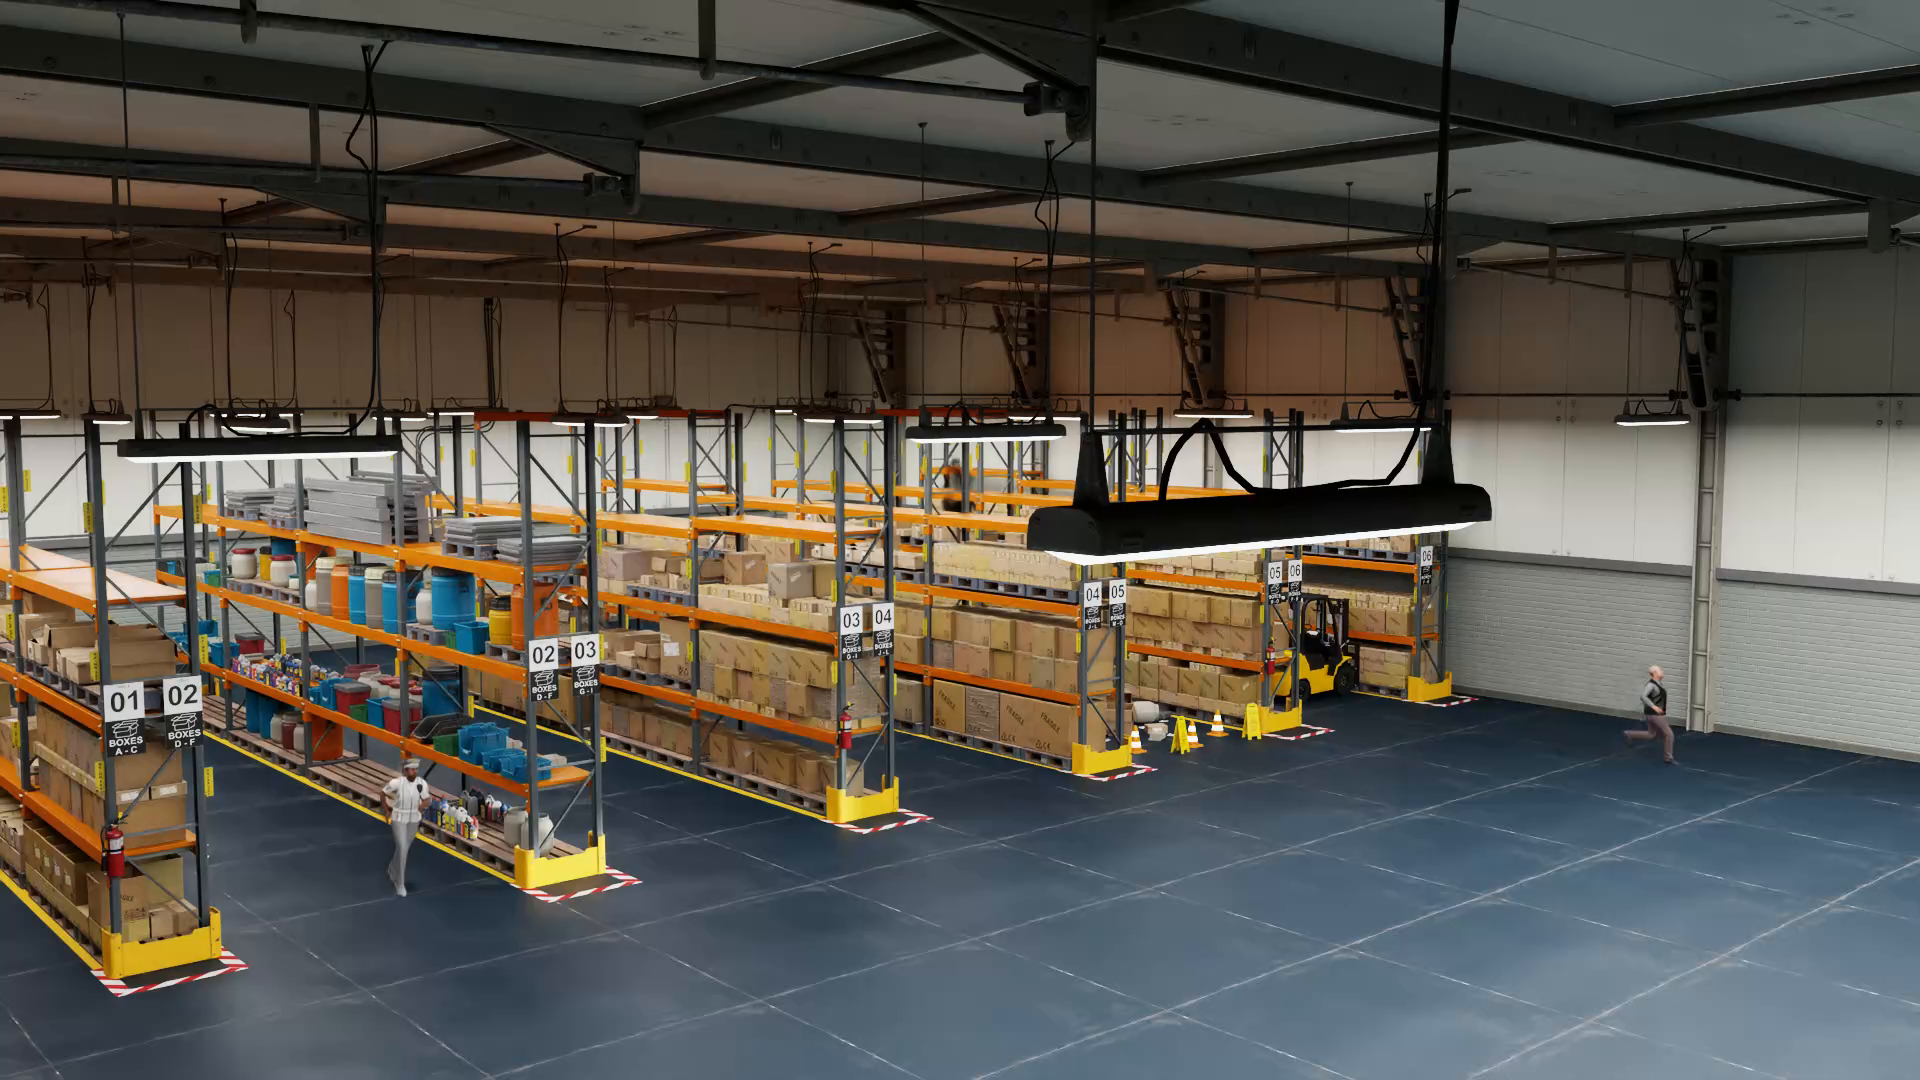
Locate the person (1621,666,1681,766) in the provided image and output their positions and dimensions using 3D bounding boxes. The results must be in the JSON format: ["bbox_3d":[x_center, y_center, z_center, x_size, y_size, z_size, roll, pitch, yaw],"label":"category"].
[{"bbox_3d":[11.901,3.004,28.586,0.974,1.706,0.643,2,5,24],"label":"person"}]

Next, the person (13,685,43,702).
[{"bbox_3d":[-17.549,2.725,31.178,0.687,1.761,0.724,3,6,34],"label":"person"}]

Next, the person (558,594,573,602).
[{"bbox_3d":[-9.527,1.933,40.345,0.782,1.727,0.977,2,6,26],"label":"person"}]

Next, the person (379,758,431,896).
[{"bbox_3d":[-7.108,3.638,21.375,0.574,1.731,0.780,-4,7,-41],"label":"person"}]
